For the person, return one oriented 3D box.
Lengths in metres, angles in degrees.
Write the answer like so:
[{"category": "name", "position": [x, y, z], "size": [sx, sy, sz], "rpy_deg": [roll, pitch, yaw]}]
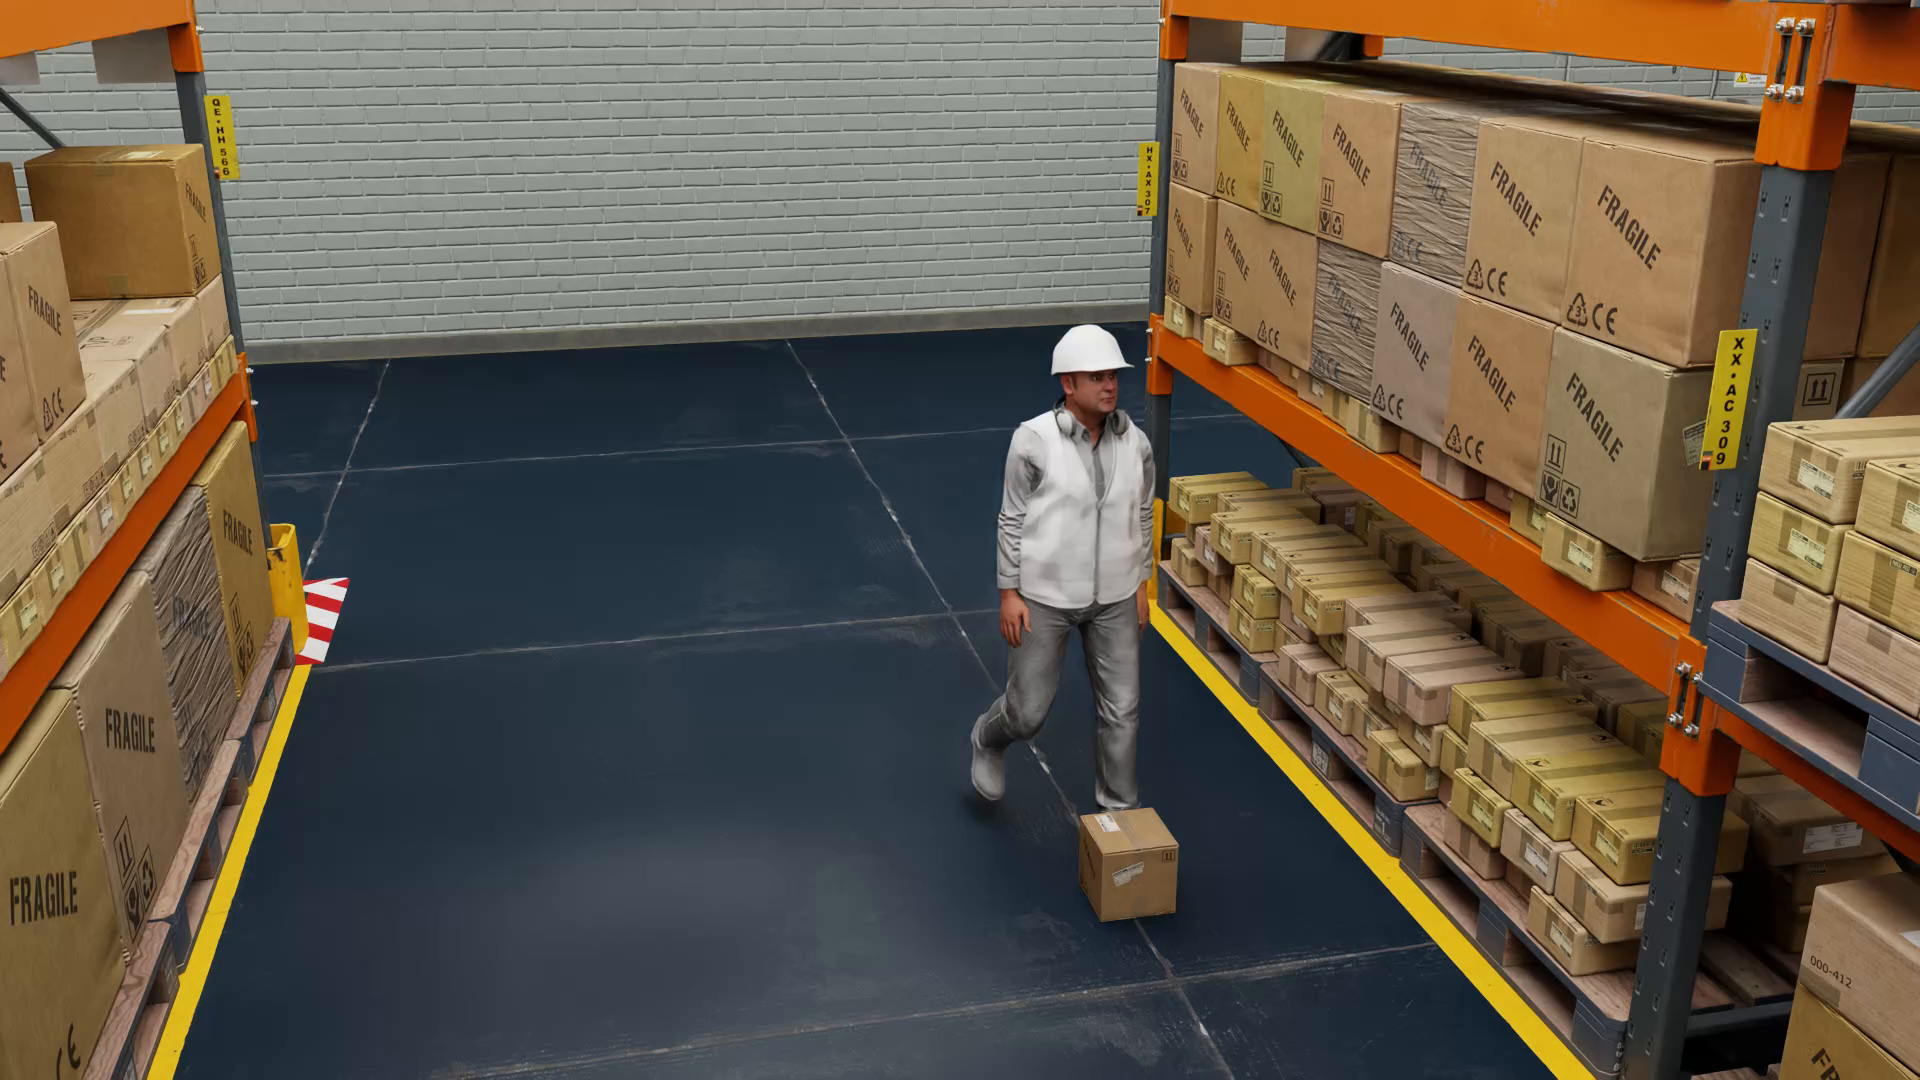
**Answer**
[{"category": "person", "position": [0.386, 0.164, 5.525], "size": [0.578, 1.764, 0.784], "rpy_deg": [-6, 20, -17]}]
